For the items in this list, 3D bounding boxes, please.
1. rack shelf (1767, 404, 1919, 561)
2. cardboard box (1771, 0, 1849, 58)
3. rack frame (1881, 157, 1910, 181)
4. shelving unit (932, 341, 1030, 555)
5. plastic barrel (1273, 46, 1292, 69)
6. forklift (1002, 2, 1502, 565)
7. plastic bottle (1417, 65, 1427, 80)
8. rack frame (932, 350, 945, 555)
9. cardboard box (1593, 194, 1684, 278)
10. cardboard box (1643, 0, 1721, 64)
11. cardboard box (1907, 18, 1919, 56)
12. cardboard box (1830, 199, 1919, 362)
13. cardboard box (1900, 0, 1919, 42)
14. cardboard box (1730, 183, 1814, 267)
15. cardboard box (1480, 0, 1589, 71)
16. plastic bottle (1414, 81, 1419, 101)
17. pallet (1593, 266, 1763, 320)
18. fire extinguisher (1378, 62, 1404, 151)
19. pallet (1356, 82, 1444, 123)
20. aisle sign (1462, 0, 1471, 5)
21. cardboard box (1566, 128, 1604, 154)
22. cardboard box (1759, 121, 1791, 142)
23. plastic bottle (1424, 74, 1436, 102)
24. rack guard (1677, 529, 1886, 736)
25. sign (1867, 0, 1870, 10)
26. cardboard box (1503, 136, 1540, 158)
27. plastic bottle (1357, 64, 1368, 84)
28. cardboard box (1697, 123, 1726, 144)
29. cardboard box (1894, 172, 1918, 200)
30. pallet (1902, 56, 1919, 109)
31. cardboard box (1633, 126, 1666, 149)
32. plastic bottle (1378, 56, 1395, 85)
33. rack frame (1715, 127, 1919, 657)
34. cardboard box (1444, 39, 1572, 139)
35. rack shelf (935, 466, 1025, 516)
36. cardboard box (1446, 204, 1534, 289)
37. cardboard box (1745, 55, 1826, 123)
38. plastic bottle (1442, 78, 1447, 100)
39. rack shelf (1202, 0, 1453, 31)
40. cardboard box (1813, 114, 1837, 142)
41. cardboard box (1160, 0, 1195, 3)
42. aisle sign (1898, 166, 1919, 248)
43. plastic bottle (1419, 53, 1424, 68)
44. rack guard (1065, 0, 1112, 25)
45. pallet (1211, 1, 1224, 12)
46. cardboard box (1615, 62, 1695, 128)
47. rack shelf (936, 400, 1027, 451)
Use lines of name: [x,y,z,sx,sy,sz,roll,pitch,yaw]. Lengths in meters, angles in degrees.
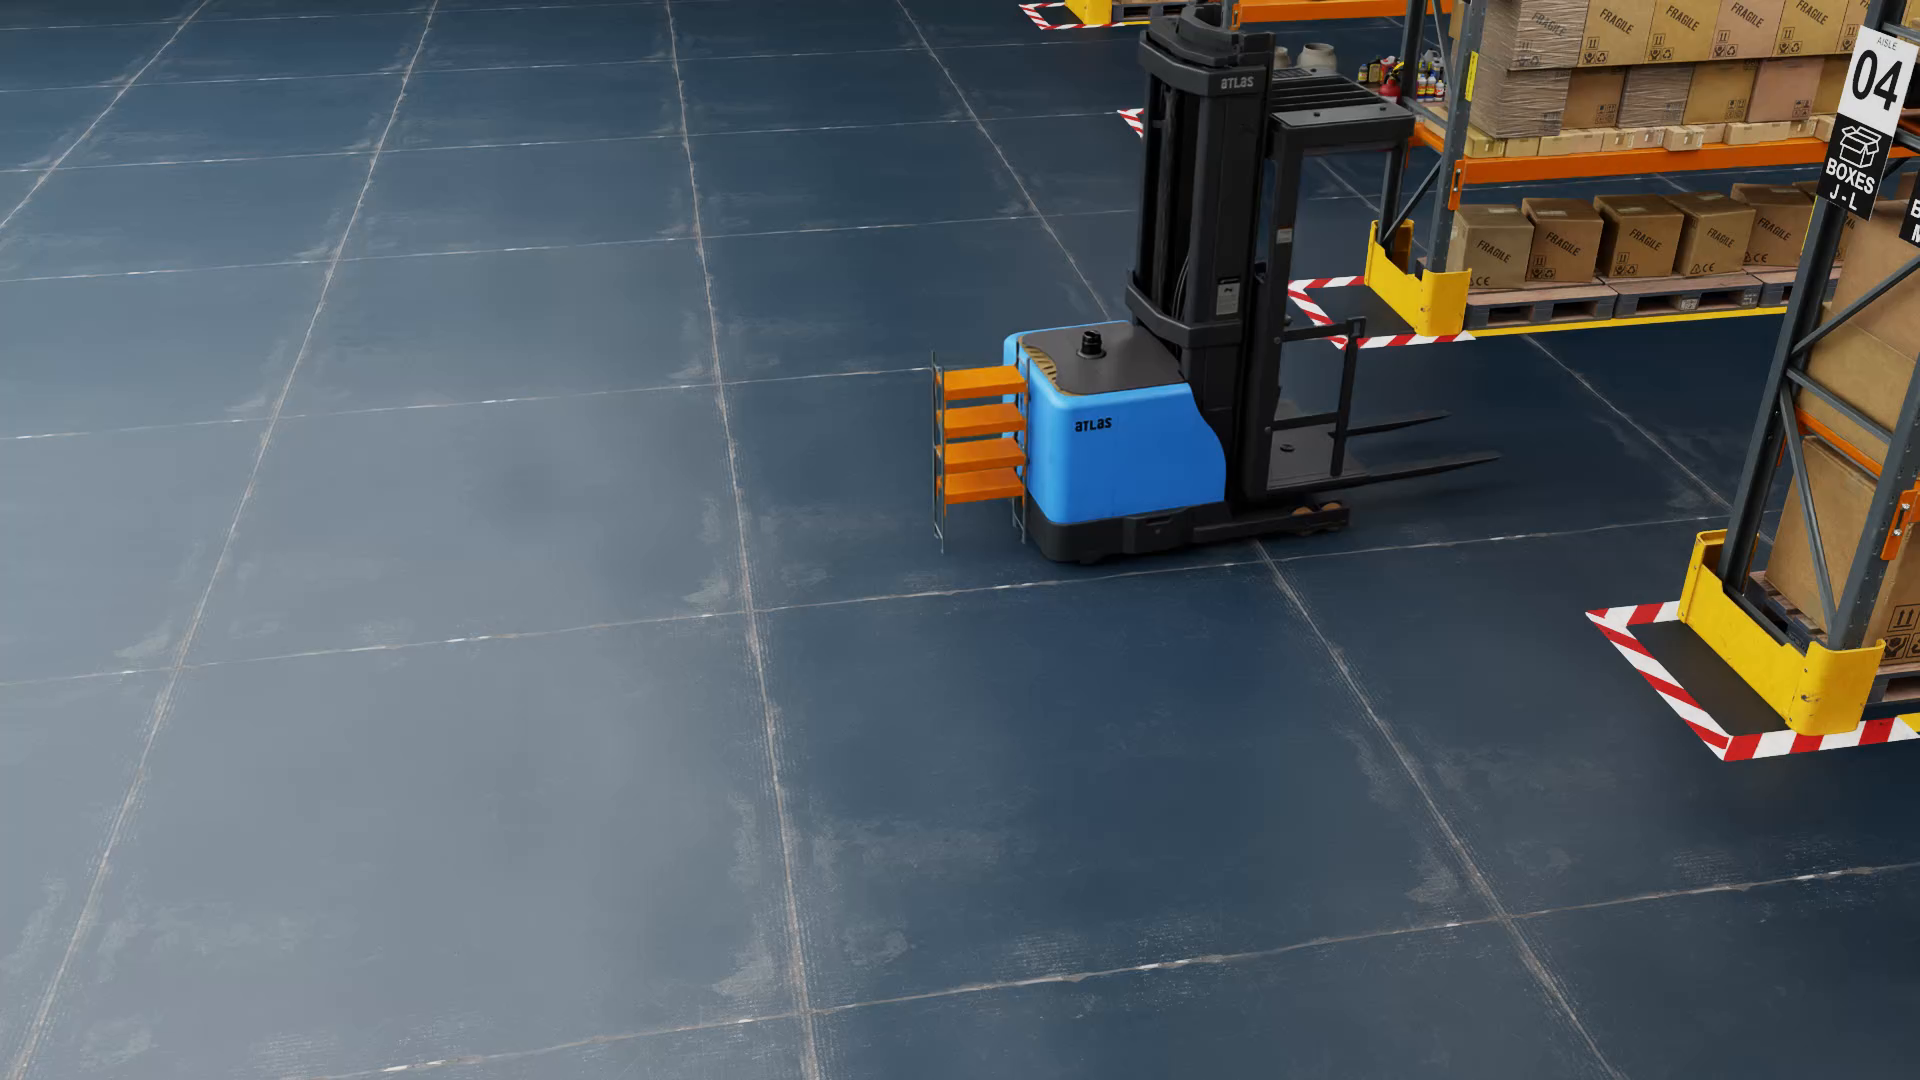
rack shelf: [6.203,-0.499,8.464,4.000,0.370,1.077,-5,31,-9]
cardboard box: [5.999,-3.807,12.000,0.500,0.500,0.500,-5,31,-9]
rack frame: [7.376,-3.474,12.813,0.127,3.000,1.000,-5,31,-9]
shelving unit: [0.115,-0.519,9.563,0.503,1.200,0.258,-7,31,-12]
plastic barrel: [3.183,-4.785,17.083,0.421,0.512,0.421,0,30,0]
forklift: [1.819,-1.536,9.585,3.031,2.935,1.130,-9,32,-14]
plastic bottle: [4.893,-4.931,17.617,0.097,0.201,0.097,0,30,0]
rack frame: [-0.122,-0.489,9.512,0.015,1.200,0.240,-7,31,-12]
cardboard box: [5.260,-2.380,13.005,0.500,0.500,0.500,-3,31,-4]
cardboard box: [5.016,-3.714,11.843,0.500,0.500,0.500,-5,31,-9]
cardboard box: [4.501,-2.235,7.481,0.250,0.149,0.380,-5,31,-9]
cardboard box: [4.607,-1.171,7.684,0.550,0.550,0.875,-5,31,-9]
cardboard box: [6.983,-3.898,12.156,0.500,0.500,0.500,-5,31,-9]
cardboard box: [6.413,-2.505,13.217,0.500,0.500,0.500,4,31,7]
cardboard box: [4.032,-3.625,11.692,0.500,0.500,0.500,-5,31,-9]
plastic bottle: [4.615,-4.619,17.006,0.133,0.283,0.061,-5,31,-8]
pallet: [5.519,-2.080,13.193,1.213,0.211,1.003,-5,31,-9]
fire extinguisher: [3.246,-3.295,12.585,0.183,0.674,0.296,-5,31,-9]
pallet: [4.613,-4.588,17.458,1.213,0.211,1.003,-5,31,-9]
aisle sign: [3.435,-4.074,11.269,0.004,0.787,0.394,-5,31,-9]
cardboard box: [4.505,-2.969,12.203,0.250,0.149,0.380,-5,31,-9]
cardboard box: [5.979,-3.110,12.442,0.250,0.149,0.380,-5,31,-9]
plastic bottle: [4.824,-4.642,17.058,0.097,0.271,0.097,0,30,0]
rack guard: [4.212,0.453,8.601,0.348,0.500,1.175,-5,31,-9]
sign: [4.151,-2.539,7.468,0.005,0.325,0.100,-5,31,-9]
cardboard box: [4.014,-2.921,12.120,0.250,0.149,0.380,-5,31,-9]
plastic bottle: [4.277,-4.948,17.646,0.097,0.201,0.097,0,30,0]
cardboard box: [5.480,-3.085,12.400,0.250,0.149,0.380,-5,31,-9]
cardboard box: [7.984,-2.631,13.412,0.500,0.500,0.700,-8,31,-13]
pallet: [4.963,-1.954,7.357,1.213,0.211,1.003,-5,31,-9]
cardboard box: [4.993,-3.025,12.298,0.250,0.149,0.380,-5,31,-9]
plastic bottle: [4.530,-4.989,17.643,0.135,0.276,0.152,-5,31,-9]
rack frame: [4.235,-0.627,7.971,0.127,3.000,1.000,-5,31,-9]
cardboard box: [3.987,-3.317,12.153,0.500,0.500,0.875,-5,31,-9]
rack shelf: [0.115,-0.289,9.697,0.480,0.148,0.258,-7,31,-12]
cardboard box: [4.059,-2.261,12.802,0.500,0.500,0.500,0,30,0]
cardboard box: [5.950,-3.511,12.484,0.500,0.500,0.875,-5,31,-9]
plastic bottle: [5.024,-4.661,17.089,0.097,0.271,0.097,0,30,0]
rack shelf: [4.517,-5.451,16.885,4.000,0.370,1.077,-5,31,-9]
cardboard box: [6.487,-3.110,12.442,0.250,0.149,0.380,-5,31,-9]
cardboard box: [2.720,-7.029,21.158,0.500,0.250,0.500,-5,31,-9]
aisle sign: [4.220,-1.591,7.046,0.004,0.787,0.394,-5,31,-9]
plastic bottle: [4.828,-5.051,17.675,0.185,0.351,0.144,-4,31,-7]
rack guard: [1.637,-6.968,21.222,0.348,0.500,1.175,-5,31,-9]
pallet: [3.603,-7.047,21.640,1.213,0.211,1.003,-5,31,-9]
cardboard box: [4.957,-3.446,12.374,0.500,0.500,0.875,-5,31,-9]
rack shelf: [0.115,-0.653,9.483,0.480,0.148,0.258,-7,31,-12]
